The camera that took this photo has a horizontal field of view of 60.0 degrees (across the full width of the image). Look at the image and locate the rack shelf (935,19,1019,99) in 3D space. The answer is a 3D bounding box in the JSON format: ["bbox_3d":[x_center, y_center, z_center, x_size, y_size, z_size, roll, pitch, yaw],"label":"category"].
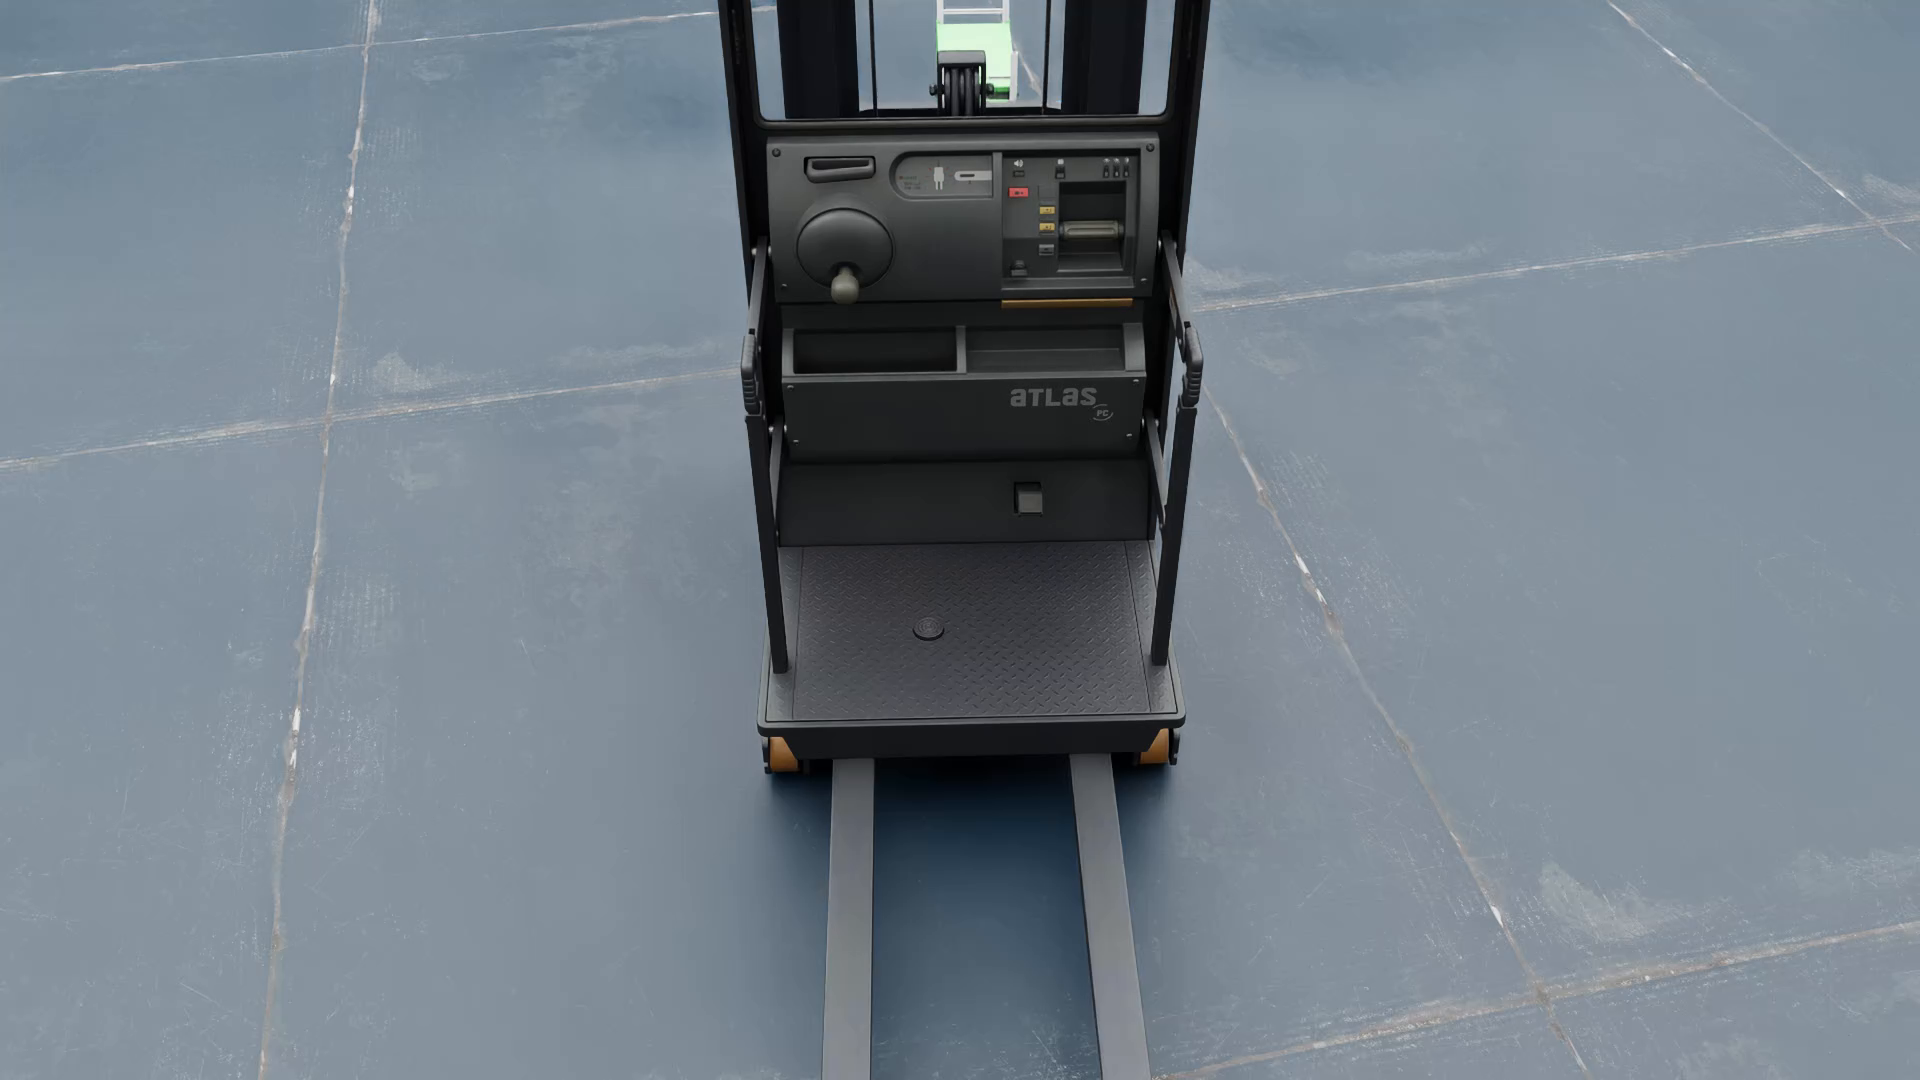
[{"bbox_3d":[0.050,-1.533,5.446,0.258,0.148,0.480,-1,42,-1],"label":"rack shelf"}]

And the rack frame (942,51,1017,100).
[{"bbox_3d":[0.057,-1.059,5.540,0.240,1.200,0.015,-1,42,-1],"label":"rack frame"}]

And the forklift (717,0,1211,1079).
[{"bbox_3d":[0.018,-0.683,3.812,1.130,2.935,3.031,-1,42,-1],"label":"forklift"}]

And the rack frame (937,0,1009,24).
[{"bbox_3d":[0.043,-1.383,5.905,0.240,1.200,0.015,-1,42,-1],"label":"rack frame"}]

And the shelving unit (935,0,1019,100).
[{"bbox_3d":[0.050,-1.221,5.722,0.258,1.200,0.503,-1,42,-1],"label":"shelving unit"}]

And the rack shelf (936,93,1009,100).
[{"bbox_3d":[0.050,-1.353,5.605,0.258,0.148,0.480,-1,42,-1],"label":"rack shelf"}]
